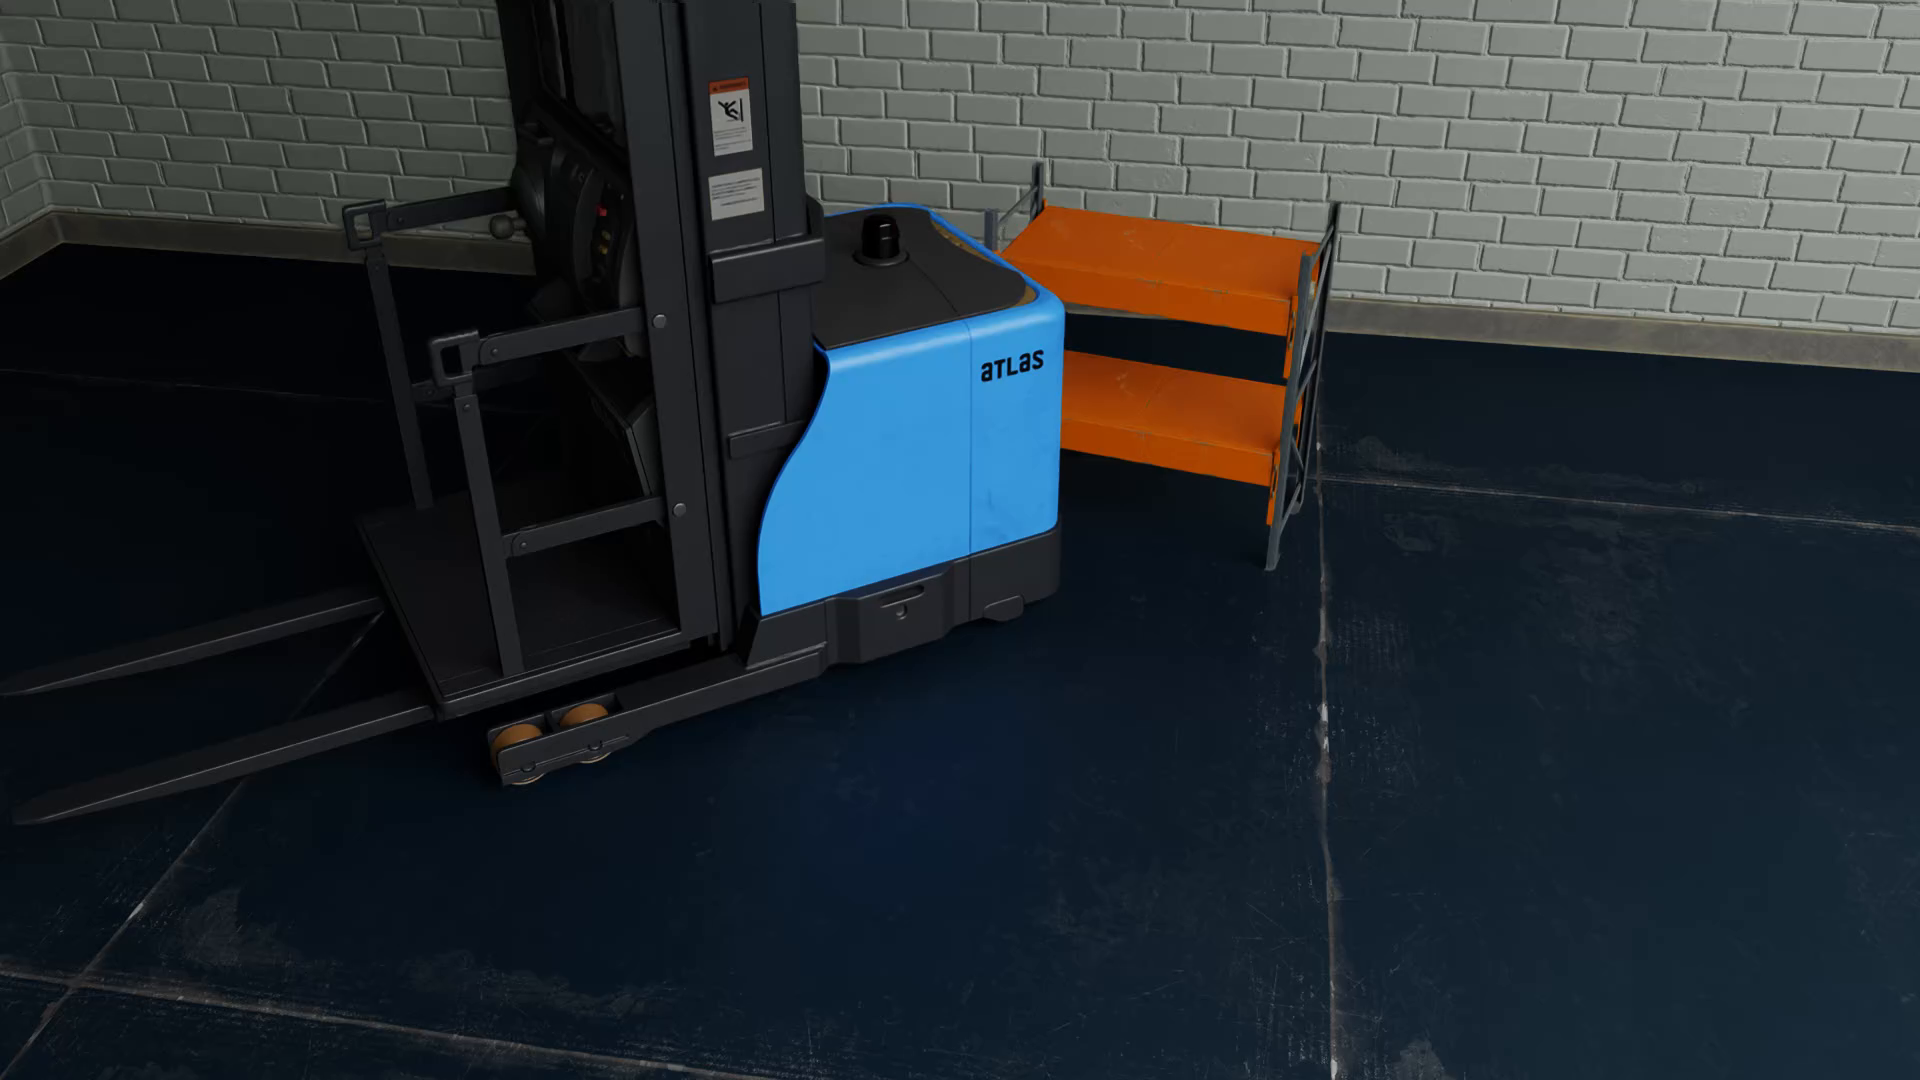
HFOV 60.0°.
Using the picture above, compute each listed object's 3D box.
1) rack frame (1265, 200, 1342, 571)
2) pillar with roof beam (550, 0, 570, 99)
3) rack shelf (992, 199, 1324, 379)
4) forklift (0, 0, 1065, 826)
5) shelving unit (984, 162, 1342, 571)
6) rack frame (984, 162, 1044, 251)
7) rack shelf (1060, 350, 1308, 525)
[{"bbox_3d":[1.130,-0.498,5.486,0.032,1.125,0.500,12,34,18],"label":"rack frame"},{"bbox_3d":[-2.161,-2.675,1.543,0.400,9.000,9.100,5,32,8],"label":"pillar with roof beam"},{"bbox_3d":[0.657,-0.844,5.487,1.000,0.278,0.538,12,34,18],"label":"rack shelf"},{"bbox_3d":[-1.218,-0.879,4.392,3.031,2.935,1.130,-16,36,-24],"label":"forklift"},{"bbox_3d":[0.657,-0.596,5.643,1.048,1.125,0.538,12,34,18],"label":"shelving unit"},{"bbox_3d":[0.183,-0.694,5.799,0.032,1.125,0.500,12,34,18],"label":"rack frame"},{"bbox_3d":[0.657,-0.389,5.772,1.000,0.278,0.538,12,34,18],"label":"rack shelf"}]
